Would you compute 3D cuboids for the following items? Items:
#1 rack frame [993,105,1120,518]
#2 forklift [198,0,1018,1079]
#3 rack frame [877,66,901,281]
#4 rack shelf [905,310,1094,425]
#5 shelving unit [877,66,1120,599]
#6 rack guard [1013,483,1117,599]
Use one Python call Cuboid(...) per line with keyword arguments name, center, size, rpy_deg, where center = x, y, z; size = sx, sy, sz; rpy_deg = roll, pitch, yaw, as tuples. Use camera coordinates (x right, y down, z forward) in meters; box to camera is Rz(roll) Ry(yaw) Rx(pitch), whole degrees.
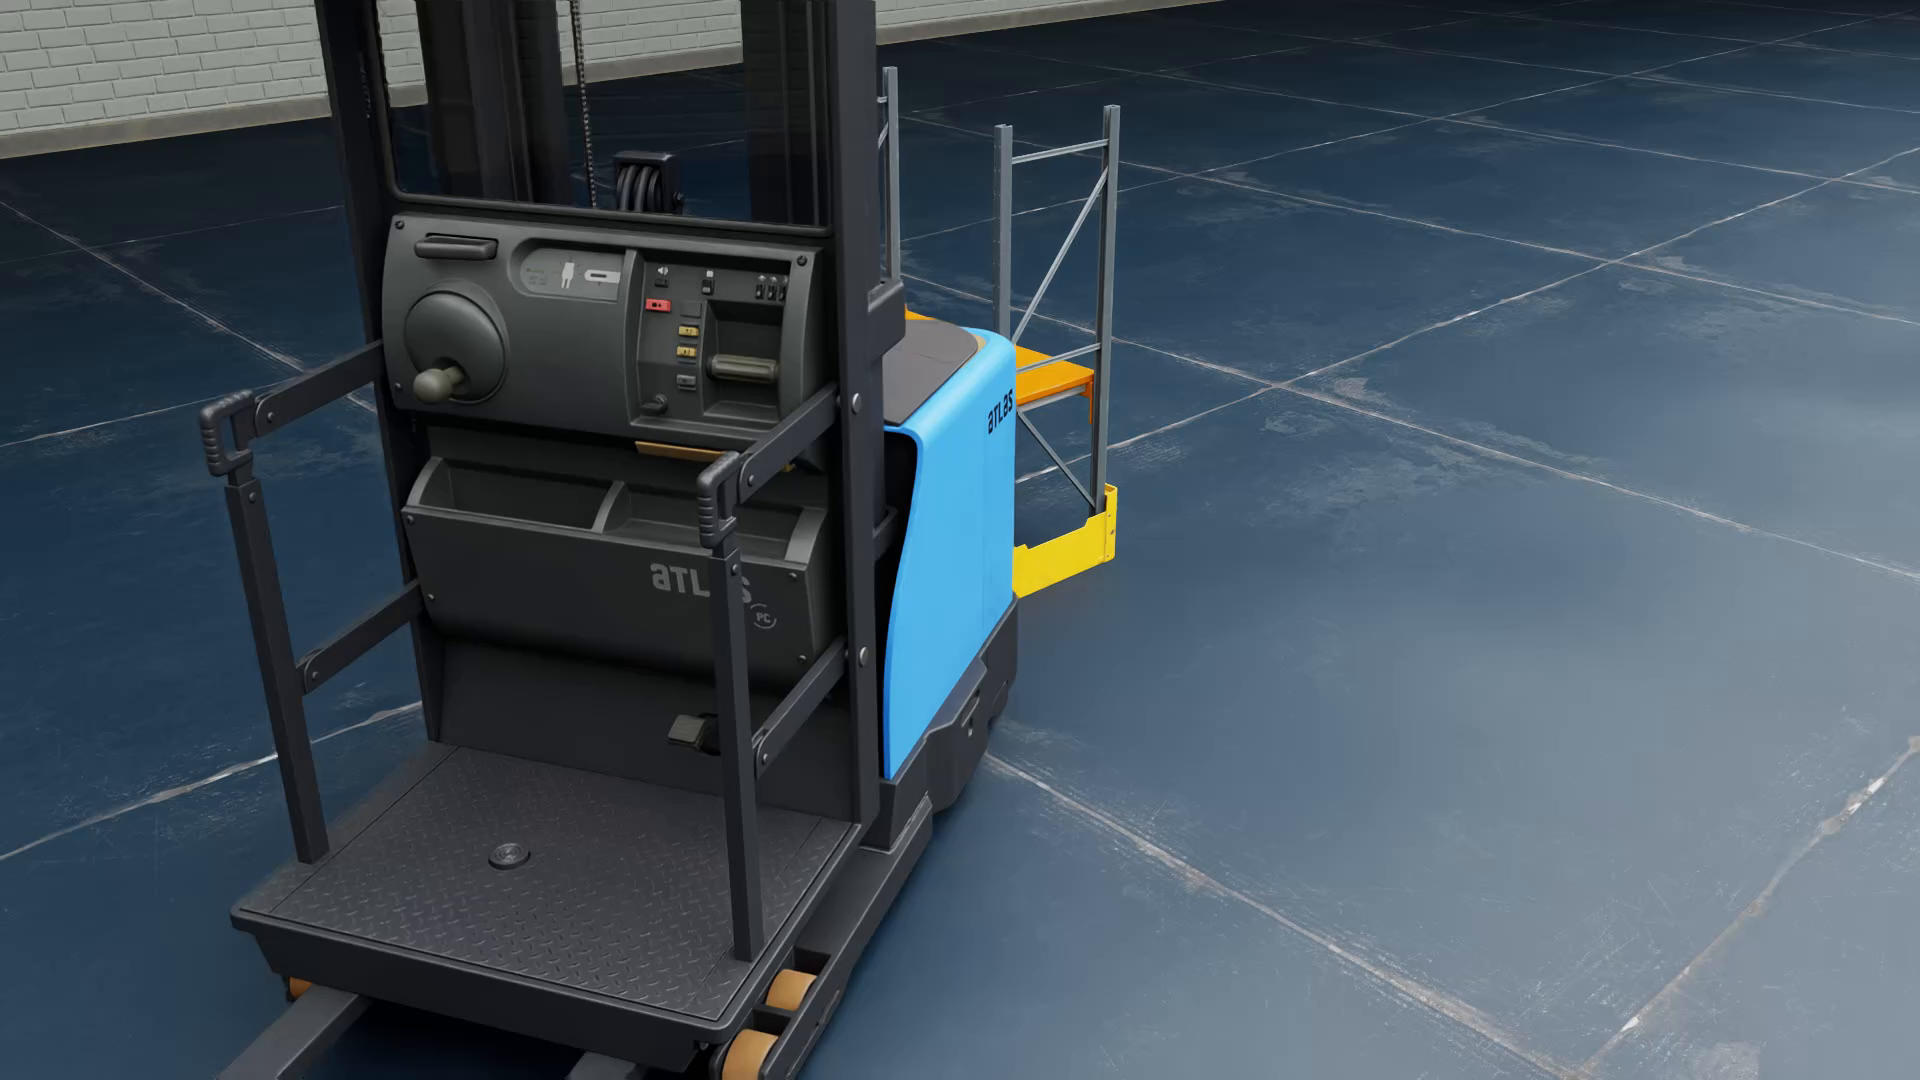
Cuboid(name="rack frame", center=(0.289, -0.554, 5.158), size=(0.500, 1.500, 0.032), rpy_deg=(-21, 32, -38))
Cuboid(name="forklift", center=(-0.786, -0.390, 3.073), size=(1.130, 2.935, 3.031), rpy_deg=(8, 26, 17))
Cuboid(name="rack frame", center=(-0.406, -0.862, 5.833), size=(0.500, 1.500, 0.032), rpy_deg=(-21, 32, -38))
Cuboid(name="rack shelf", center=(-0.058, -0.545, 5.570), size=(0.538, 0.185, 1.000), rpy_deg=(-21, 32, -38))
Cuboid(name="shelving unit", center=(-0.052, -0.705, 5.489), size=(0.587, 1.500, 1.083), rpy_deg=(-21, 32, -38))
Cuboid(name="rack guard", center=(0.288, 0.014, 5.418), size=(0.587, 0.250, 0.087), rpy_deg=(-21, 32, -38))
